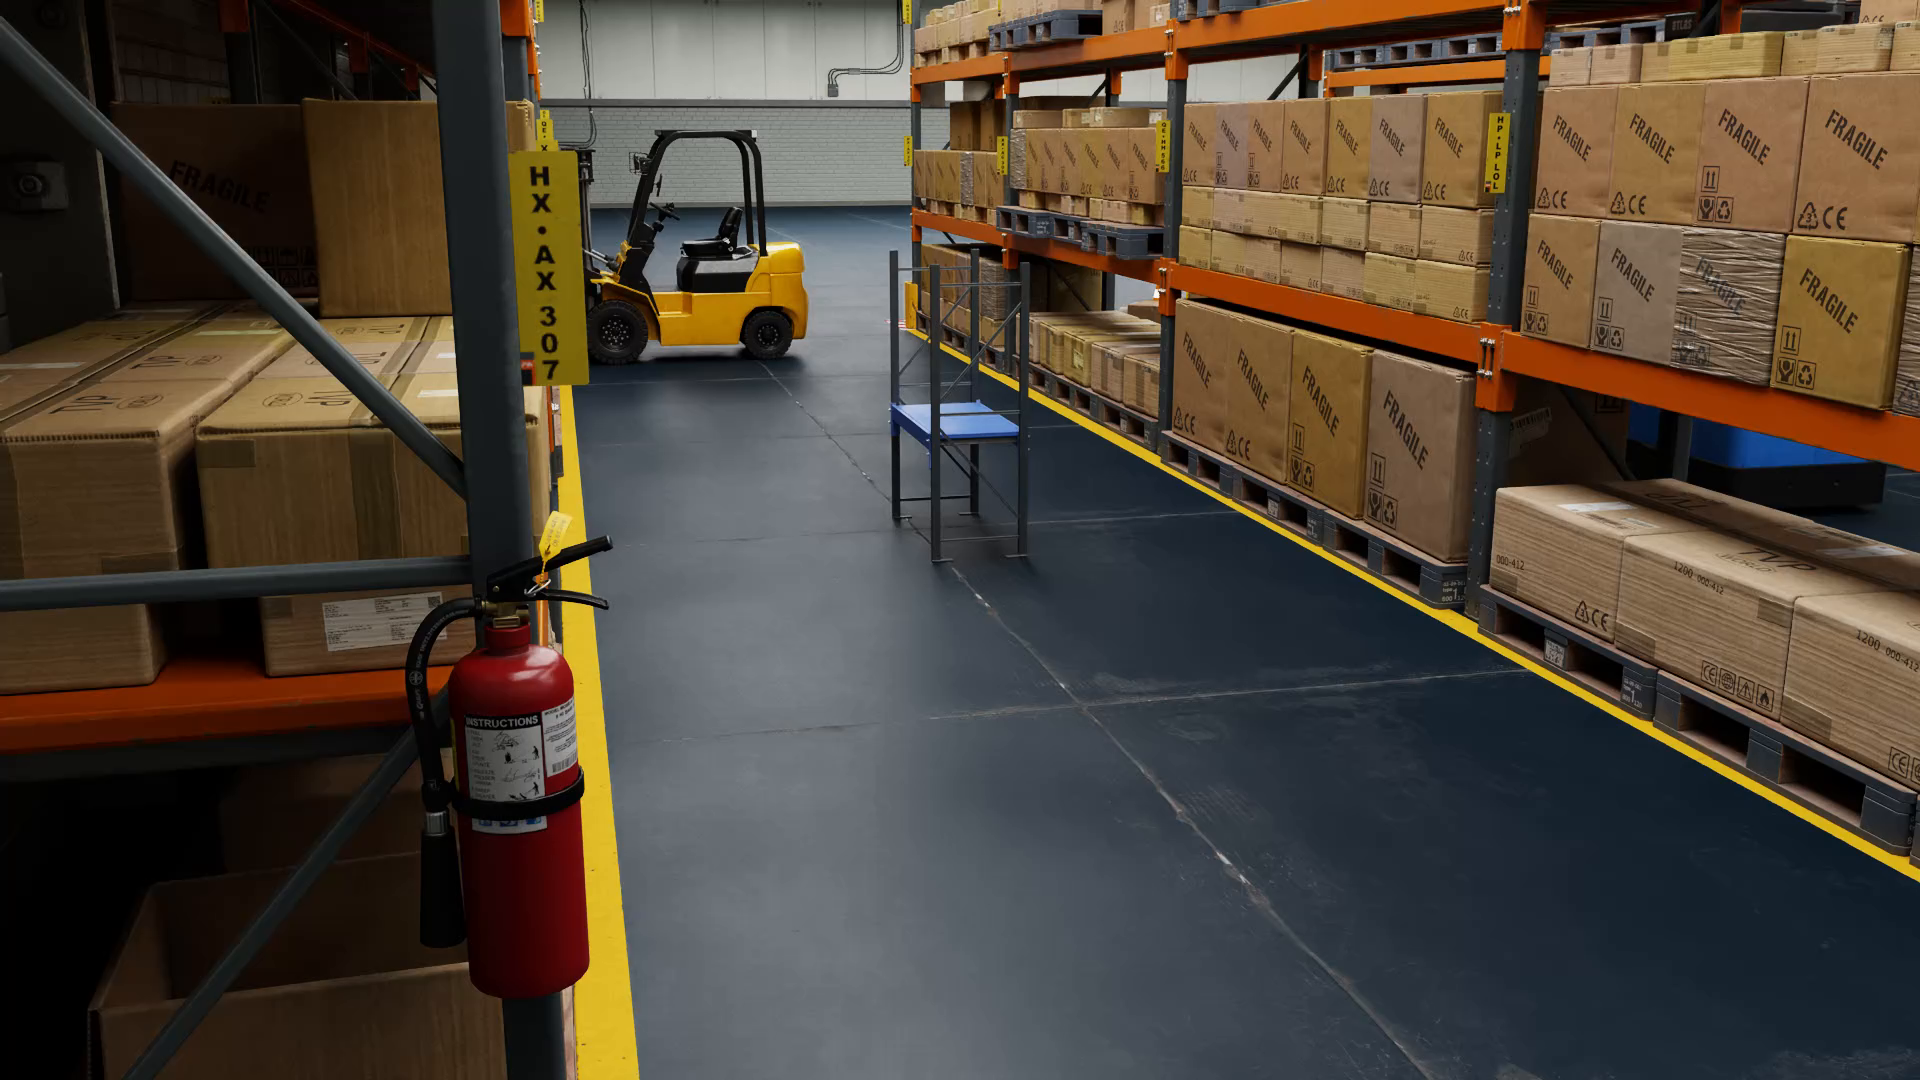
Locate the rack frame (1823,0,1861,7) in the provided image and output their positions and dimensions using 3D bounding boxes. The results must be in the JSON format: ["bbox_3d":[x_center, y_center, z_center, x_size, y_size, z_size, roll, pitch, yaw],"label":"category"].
[{"bbox_3d":[6.626,-5.264,11.512,1.000,3.000,0.127,-3,14,-13],"label":"rack frame"}]

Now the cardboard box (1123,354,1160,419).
[{"bbox_3d":[1.716,-1.109,11.797,0.950,0.372,0.625,-4,14,-17],"label":"cardboard box"}]

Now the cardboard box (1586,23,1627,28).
[{"bbox_3d":[6.008,-4.755,14.971,0.500,0.250,0.500,-3,14,-13],"label":"cardboard box"}]

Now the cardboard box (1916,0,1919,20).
[{"bbox_3d":[6.626,-3.594,10.786,0.500,0.500,0.500,-3,14,-13],"label":"cardboard box"}]

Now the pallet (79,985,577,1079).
[{"bbox_3d":[-1.313,1.226,3.465,1.003,0.211,1.213,-3,14,-13],"label":"pallet"}]

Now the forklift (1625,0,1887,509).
[{"bbox_3d":[4.479,-1.891,10.492,1.130,2.935,3.031,-3,14,-12],"label":"forklift"}]

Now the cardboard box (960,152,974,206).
[{"bbox_3d":[0.299,-3.493,16.065,0.500,0.500,0.500,-3,14,-12],"label":"cardboard box"}]

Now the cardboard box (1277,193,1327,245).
[{"bbox_3d":[2.049,-1.737,8.979,0.500,0.250,0.500,-3,14,-12],"label":"cardboard box"}]

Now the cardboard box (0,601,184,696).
[{"bbox_3d":[-1.445,0.133,2.591,0.380,0.149,0.250,-3,14,-14],"label":"cardboard box"}]

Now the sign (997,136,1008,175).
[{"bbox_3d":[0.374,-3.362,14.543,0.100,0.325,0.005,-3,14,-13],"label":"sign"}]

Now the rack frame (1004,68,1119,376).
[{"bbox_3d":[0.899,-2.973,14.776,1.000,3.000,0.127,-3,14,-13],"label":"rack frame"}]

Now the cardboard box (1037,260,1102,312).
[{"bbox_3d":[1.023,-2.357,15.583,0.500,0.500,0.500,-3,14,-11],"label":"cardboard box"}]

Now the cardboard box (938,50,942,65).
[{"bbox_3d":[-0.018,-4.962,17.126,0.380,0.149,0.250,-3,14,-14],"label":"cardboard box"}]

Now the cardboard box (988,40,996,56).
[{"bbox_3d":[0.471,-4.485,15.173,0.380,0.149,0.250,-3,14,-13],"label":"cardboard box"}]

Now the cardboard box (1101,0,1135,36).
[{"bbox_3d":[1.453,-3.908,12.065,0.797,0.503,0.637,-3,14,-13],"label":"cardboard box"}]

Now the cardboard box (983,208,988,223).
[{"bbox_3d":[0.432,-3.088,15.776,0.380,0.149,0.250,-3,14,-14],"label":"cardboard box"}]

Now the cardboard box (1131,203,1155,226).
[{"bbox_3d":[1.400,-2.253,11.472,0.380,0.149,0.250,-3,14,-12],"label":"cardboard box"}]

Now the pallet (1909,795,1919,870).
[{"bbox_3d":[3.454,0.970,4.513,1.003,0.211,1.213,-3,14,-13],"label":"pallet"}]

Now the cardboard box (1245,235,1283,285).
[{"bbox_3d":[1.964,-1.612,9.520,0.500,0.250,0.500,-3,14,-11],"label":"cardboard box"}]

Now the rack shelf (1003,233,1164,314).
[{"bbox_3d":[1.369,-2.162,12.973,1.077,0.370,4.000,-3,14,-13],"label":"rack shelf"}]

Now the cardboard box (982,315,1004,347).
[{"bbox_3d":[0.499,-1.963,15.550,0.500,0.250,0.500,-3,14,-11],"label":"cardboard box"}]

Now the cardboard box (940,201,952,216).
[{"bbox_3d":[0.003,-3.442,17.224,0.380,0.149,0.250,-3,14,-12],"label":"cardboard box"}]

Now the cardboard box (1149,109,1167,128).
[{"bbox_3d":[1.489,-3.371,13.317,0.380,0.149,0.250,-4,14,-16],"label":"cardboard box"}]

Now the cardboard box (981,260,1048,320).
[{"bbox_3d":[0.499,-2.327,15.461,0.500,0.500,0.500,-3,14,-14],"label":"cardboard box"}]

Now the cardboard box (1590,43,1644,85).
[{"bbox_3d":[2.676,-1.832,6.419,0.380,0.149,0.250,-3,14,-12],"label":"cardboard box"}]

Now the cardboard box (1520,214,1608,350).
[{"bbox_3d":[2.634,-1.053,6.708,0.500,0.500,0.500,-3,14,-11],"label":"cardboard box"}]

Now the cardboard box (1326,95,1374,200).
[{"bbox_3d":[2.200,-1.988,8.426,0.500,0.500,0.500,-3,14,-11],"label":"cardboard box"}]

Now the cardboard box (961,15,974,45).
[{"bbox_3d":[0.308,-4.824,15.720,0.500,0.250,0.500,-4,14,-14],"label":"cardboard box"}]

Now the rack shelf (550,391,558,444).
[{"bbox_3d":[-2.516,-0.962,8.060,1.077,0.370,4.000,-3,14,-13],"label":"rack shelf"}]

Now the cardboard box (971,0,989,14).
[{"bbox_3d":[0.314,-4.930,15.314,0.380,0.149,0.250,-3,14,-12],"label":"cardboard box"}]

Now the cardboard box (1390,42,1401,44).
[{"bbox_3d":[4.813,-5.395,17.802,0.380,0.149,0.250,-3,14,-14],"label":"cardboard box"}]

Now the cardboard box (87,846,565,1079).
[{"bbox_3d":[-1.158,0.935,3.155,0.797,0.503,0.637,-4,14,-15],"label":"cardboard box"}]

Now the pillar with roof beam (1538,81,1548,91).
[{"bbox_3d":[13.812,-14.758,50.375,9.100,9.000,0.548,-3,14,-13],"label":"pillar with roof beam"}]

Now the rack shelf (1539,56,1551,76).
[{"bbox_3d":[6.157,-3.919,13.842,1.077,0.370,4.000,-3,14,-13],"label":"rack shelf"}]

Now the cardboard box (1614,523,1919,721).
[{"bbox_3d":[3.032,0.270,6.014,0.875,0.438,0.875,-4,14,-15],"label":"cardboard box"}]

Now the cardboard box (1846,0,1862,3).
[{"bbox_3d":[6.703,-4.023,12.188,0.380,0.149,0.250,-4,14,-15],"label":"cardboard box"}]

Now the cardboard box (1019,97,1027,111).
[{"bbox_3d":[0.908,-3.885,15.563,0.700,0.500,0.500,-3,14,-13],"label":"cardboard box"}]

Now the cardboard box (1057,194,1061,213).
[{"bbox_3d":[0.989,-2.672,13.188,0.380,0.149,0.250,-3,14,-13],"label":"cardboard box"}]

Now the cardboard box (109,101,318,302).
[{"bbox_3d":[-1.955,-0.928,4.513,0.500,0.500,0.500,-4,14,-15],"label":"cardboard box"}]

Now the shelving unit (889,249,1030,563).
[{"bbox_3d":[-0.020,-0.748,8.830,0.538,1.500,1.048,-3,14,-13],"label":"shelving unit"}]

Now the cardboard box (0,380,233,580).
[{"bbox_3d":[-1.473,-0.090,2.666,0.500,0.250,0.500,-3,14,-12],"label":"cardboard box"}]

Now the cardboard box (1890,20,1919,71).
[{"bbox_3d":[3.042,-1.479,4.975,0.380,0.149,0.250,-3,14,-11],"label":"cardboard box"}]

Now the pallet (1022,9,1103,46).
[{"bbox_3d":[1.187,-3.952,12.857,1.213,0.211,1.003,-3,14,-13],"label":"pallet"}]

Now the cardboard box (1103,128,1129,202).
[{"bbox_3d":[1.330,-2.656,11.754,0.500,0.500,0.500,-4,14,-14],"label":"cardboard box"}]

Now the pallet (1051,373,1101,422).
[{"bbox_3d":[1.373,-1.157,13.218,1.003,0.211,1.213,-3,14,-13],"label":"pallet"}]

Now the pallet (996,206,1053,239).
[{"bbox_3d":[0.937,-2.696,14.044,1.003,0.211,1.213,-3,14,-13],"label":"pallet"}]

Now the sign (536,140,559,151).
[{"bbox_3d":[-1.520,-1.303,6.115,0.100,0.325,0.005,-3,14,-13],"label":"sign"}]

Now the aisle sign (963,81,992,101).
[{"bbox_3d":[0.227,-5.189,18.370,0.394,0.787,0.004,-3,14,-13],"label":"aisle sign"}]

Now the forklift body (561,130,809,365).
[{"bbox_3d":[-2.646,-2.870,16.144,2.313,2.155,1.214,-3,14,-13],"label":"forklift body"}]

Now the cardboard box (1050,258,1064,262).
[{"bbox_3d":[1.052,-2.704,15.637,0.380,0.149,0.250,-3,14,-12],"label":"cardboard box"}]

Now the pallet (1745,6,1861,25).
[{"bbox_3d":[6.424,-3.861,12.486,1.213,0.211,1.003,-3,14,-11],"label":"pallet"}]

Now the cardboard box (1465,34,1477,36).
[{"bbox_3d":[5.169,-5.044,16.366,0.380,0.149,0.250,-3,14,-12],"label":"cardboard box"}]
